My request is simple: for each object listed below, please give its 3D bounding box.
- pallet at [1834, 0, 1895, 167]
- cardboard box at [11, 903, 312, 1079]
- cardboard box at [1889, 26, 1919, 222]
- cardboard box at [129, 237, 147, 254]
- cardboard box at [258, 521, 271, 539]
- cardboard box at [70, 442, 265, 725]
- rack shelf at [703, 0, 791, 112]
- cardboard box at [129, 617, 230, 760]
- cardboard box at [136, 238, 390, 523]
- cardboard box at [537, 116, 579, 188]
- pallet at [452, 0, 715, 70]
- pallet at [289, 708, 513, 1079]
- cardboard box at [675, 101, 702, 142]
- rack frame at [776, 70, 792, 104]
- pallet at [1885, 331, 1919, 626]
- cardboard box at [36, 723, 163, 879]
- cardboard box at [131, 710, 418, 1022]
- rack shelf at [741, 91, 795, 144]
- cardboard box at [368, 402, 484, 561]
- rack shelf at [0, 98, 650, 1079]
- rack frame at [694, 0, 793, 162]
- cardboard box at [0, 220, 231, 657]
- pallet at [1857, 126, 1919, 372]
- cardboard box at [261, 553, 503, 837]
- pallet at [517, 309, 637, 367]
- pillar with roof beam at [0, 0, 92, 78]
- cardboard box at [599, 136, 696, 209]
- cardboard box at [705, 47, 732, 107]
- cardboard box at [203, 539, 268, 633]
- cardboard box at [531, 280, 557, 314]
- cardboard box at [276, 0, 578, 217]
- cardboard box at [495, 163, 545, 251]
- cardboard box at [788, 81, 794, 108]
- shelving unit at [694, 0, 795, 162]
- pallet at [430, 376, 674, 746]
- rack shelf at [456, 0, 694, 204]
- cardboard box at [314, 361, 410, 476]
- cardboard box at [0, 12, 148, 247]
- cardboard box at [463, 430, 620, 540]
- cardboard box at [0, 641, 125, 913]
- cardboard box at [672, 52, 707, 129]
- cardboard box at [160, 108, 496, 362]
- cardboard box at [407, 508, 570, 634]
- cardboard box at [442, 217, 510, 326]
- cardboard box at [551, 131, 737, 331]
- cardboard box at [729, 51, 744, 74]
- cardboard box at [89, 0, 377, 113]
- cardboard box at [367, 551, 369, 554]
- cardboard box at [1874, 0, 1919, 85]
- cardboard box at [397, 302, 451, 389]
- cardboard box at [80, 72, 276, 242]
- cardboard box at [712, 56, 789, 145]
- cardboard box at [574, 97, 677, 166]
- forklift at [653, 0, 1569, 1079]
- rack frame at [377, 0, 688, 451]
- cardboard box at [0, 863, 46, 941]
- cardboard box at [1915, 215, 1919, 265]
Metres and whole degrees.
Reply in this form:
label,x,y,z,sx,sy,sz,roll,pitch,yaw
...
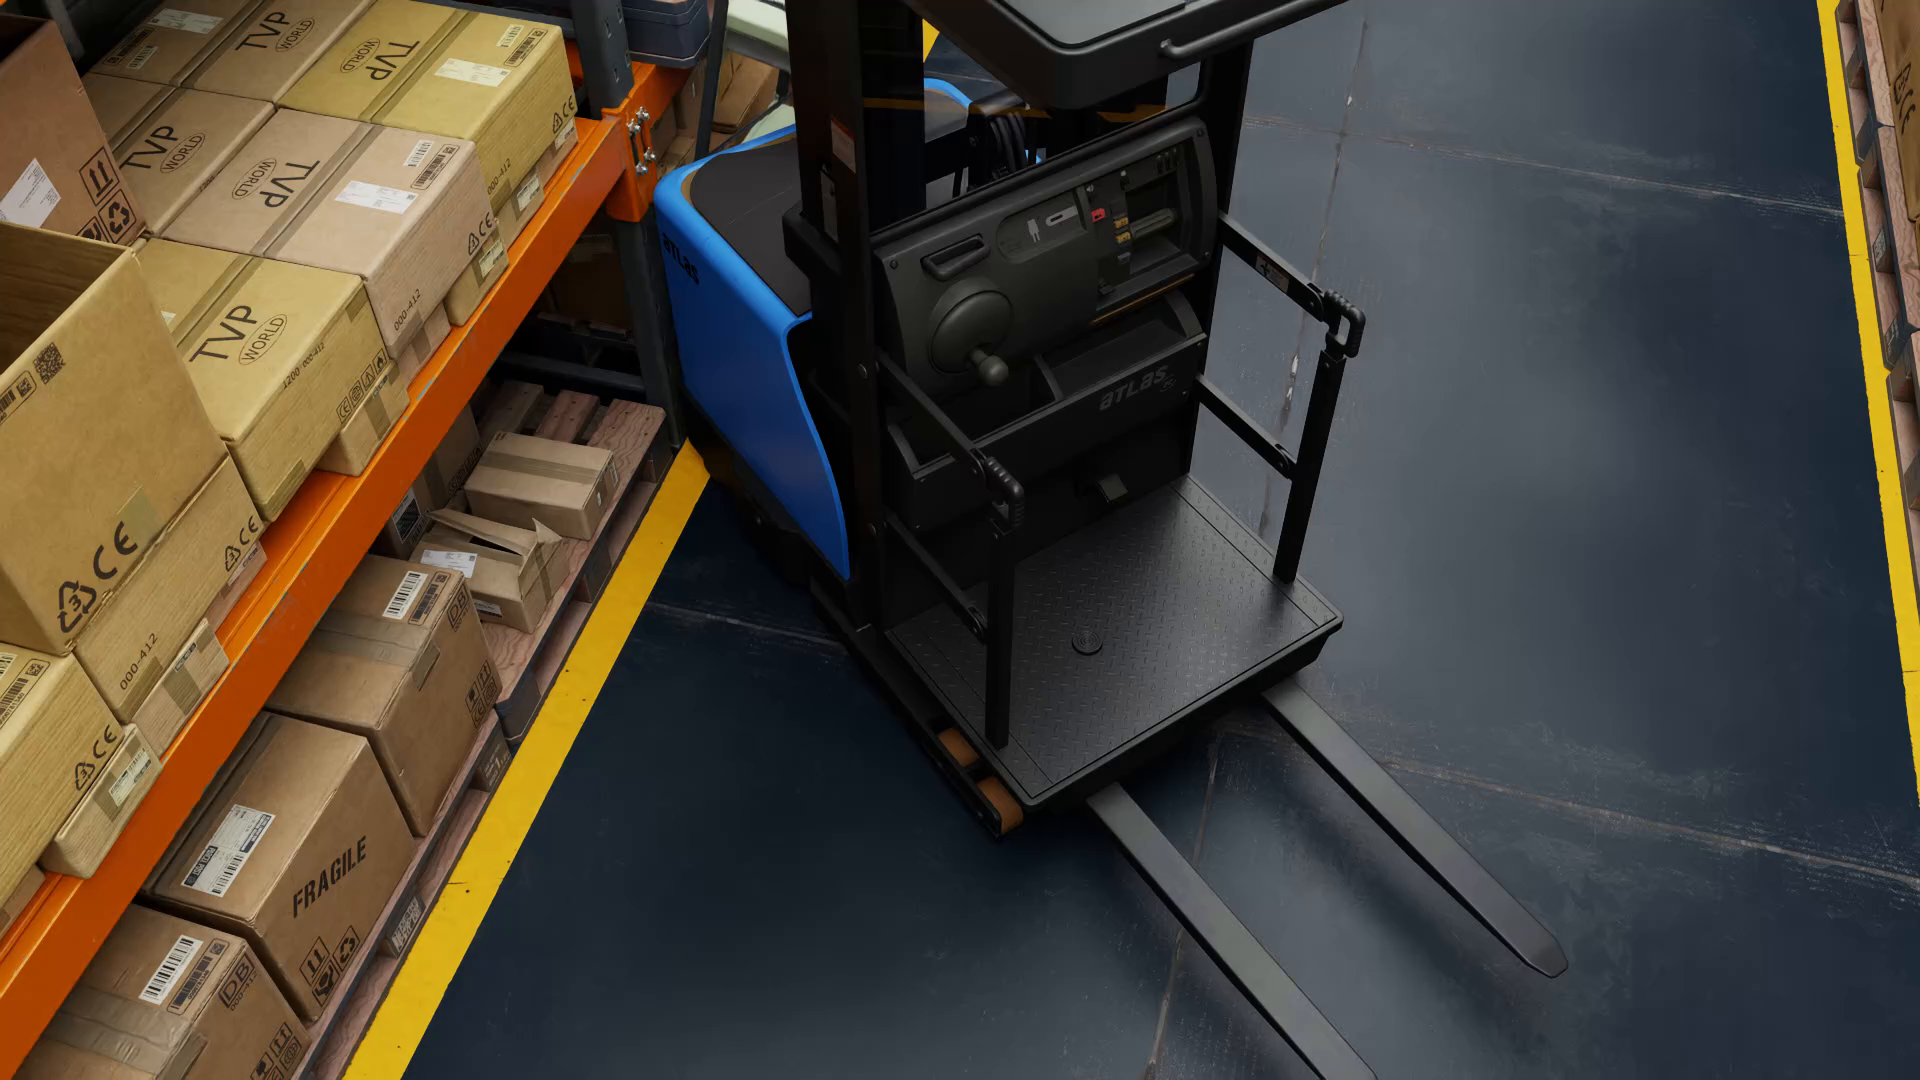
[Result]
label,x,y,z,sx,sy,sz,roll,pitch,yaw
pallet,4.167,-1.870,6.760,1.003,0.211,1.213,12,50,10
cardboard box,-1.933,1.115,3.652,0.700,0.500,0.500,13,50,12
cardboard box,3.946,-1.657,5.849,0.875,0.875,0.875,12,50,10
cardboard box,-2.049,-0.439,3.538,0.500,0.250,0.500,13,50,11
cardboard box,-1.640,-0.144,3.544,0.380,0.149,0.250,12,50,11
cardboard box,-1.692,0.031,3.123,0.500,0.250,0.500,10,49,9
rack shelf,-0.424,-1.540,4.981,0.431,0.370,0.720,22,48,2
cardboard box,-1.660,0.244,3.201,0.380,0.149,0.250,13,50,11
cardboard box,-1.556,-0.341,3.452,0.500,0.250,0.500,11,50,10
cardboard box,-1.236,-1.068,4.360,0.380,0.149,0.250,12,50,11
pallet,-1.080,-1.925,5.076,1.003,0.211,1.213,12,50,10
pallet,-1.896,0.873,4.339,1.003,0.211,1.213,12,50,10
cardboard box,-1.046,-1.381,5.423,0.380,0.149,0.250,10,49,9
rack frame,-0.402,-1.538,5.515,0.400,1.500,0.023,22,48,2
pallet,3.525,-0.105,5.202,1.003,0.211,1.213,12,50,10
cardboard box,-1.710,0.439,3.030,0.380,0.149,0.250,10,49,9
cardboard box,-1.698,0.753,3.972,0.500,0.500,0.500,12,50,11
rack shelf,-0.583,-1.083,5.509,0.431,0.370,0.720,22,48,2
cardboard box,-1.797,-0.250,4.983,0.500,0.311,0.500,13,50,11
rack shelf,-1.922,0.253,3.506,1.077,0.370,4.000,12,50,10
rack frame,-0.619,-1.043,5.022,0.400,1.500,0.023,22,48,2
cardboard box,-1.674,-0.196,2.824,0.500,0.500,0.500,13,50,11
pallet,3.844,-0.991,5.984,1.003,0.211,1.213,12,50,10
cardboard box,-1.660,0.364,4.315,0.700,0.500,0.500,10,49,9
pallet,-1.218,-1.105,6.085,1.003,0.211,1.213,12,50,10
pillar with roof beam,1.705,-2.242,1.227,9.100,9.000,0.400,12,50,10
cardboard box,-1.044,-1.165,5.232,0.380,0.149,0.250,14,50,12
cardboard box,-0.990,-1.569,5.588,0.380,0.149,0.250,9,49,8
cardboard box,-1.659,0.044,3.378,0.380,0.149,0.250,11,50,10
cardboard box,-1.552,-1.157,5.658,0.500,0.500,0.500,11,50,10
cardboard box,-1.294,-1.064,4.090,0.500,0.250,0.500,13,50,11
cardboard box,-1.283,-0.876,4.190,0.380,0.149,0.250,13,50,11
cardboard box,-0.785,-1.796,6.222,0.500,0.500,0.500,10,49,9
shelving unit,-0.511,-1.291,5.269,0.431,1.500,0.755,22,48,2
pallet,-1.577,-0.013,5.120,1.003,0.211,1.213,12,50,10
rack shelf,-0.869,-2.641,6.060,1.077,0.370,4.000,12,50,10
cardboard box,-1.464,-0.308,3.689,0.380,0.149,0.250,11,49,9
cardboard box,-2.044,-0.704,3.272,0.500,0.500,0.500,10,49,9
cardboard box,-1.259,-0.167,5.018,0.380,0.149,0.250,10,49,9
cardboard box,-1.806,0.406,2.793,0.500,0.250,0.500,11,49,9
cardboard box,-1.022,-1.461,5.295,0.380,0.149,0.250,9,49,8
cardboard box,-1.412,-0.699,3.768,0.500,0.250,0.500,12,50,10
cardboard box,-1.353,0.053,4.746,0.396,0.266,0.258,13,50,11
cardboard box,-1.328,-0.683,4.020,0.380,0.149,0.250,13,50,11
cardboard box,-1.051,-1.049,5.563,0.500,0.500,0.500,14,50,12
cardboard box,-0.930,-1.770,5.766,0.380,0.149,0.250,11,49,9
cardboard box,-1.786,-1.176,4.189,0.500,0.250,0.500,11,50,10
cardboard box,-1.911,0.117,4.767,0.380,0.149,0.250,11,49,10
cardboard box,4.185,-2.301,6.417,0.875,0.875,0.875,11,50,10
cardboard box,-1.424,-0.499,3.857,0.380,0.149,0.250,13,50,11
cardboard box,-1.912,-0.812,3.867,0.500,0.250,0.500,11,50,10
cardboard box,-0.920,-1.436,5.904,0.500,0.500,0.500,11,49,10
cardboard box,-1.103,-1.276,5.131,0.380,0.149,0.250,11,49,9
forklift,0.352,-0.583,3.810,1.130,2.935,3.031,-27,54,-22
rack frame,-1.395,-1.432,4.513,1.000,3.000,0.127,12,50,10
cardboard box,-1.849,0.607,2.881,0.380,0.149,0.250,12,50,11
cardboard box,3.710,-1.010,5.278,0.875,0.875,0.875,13,50,11
